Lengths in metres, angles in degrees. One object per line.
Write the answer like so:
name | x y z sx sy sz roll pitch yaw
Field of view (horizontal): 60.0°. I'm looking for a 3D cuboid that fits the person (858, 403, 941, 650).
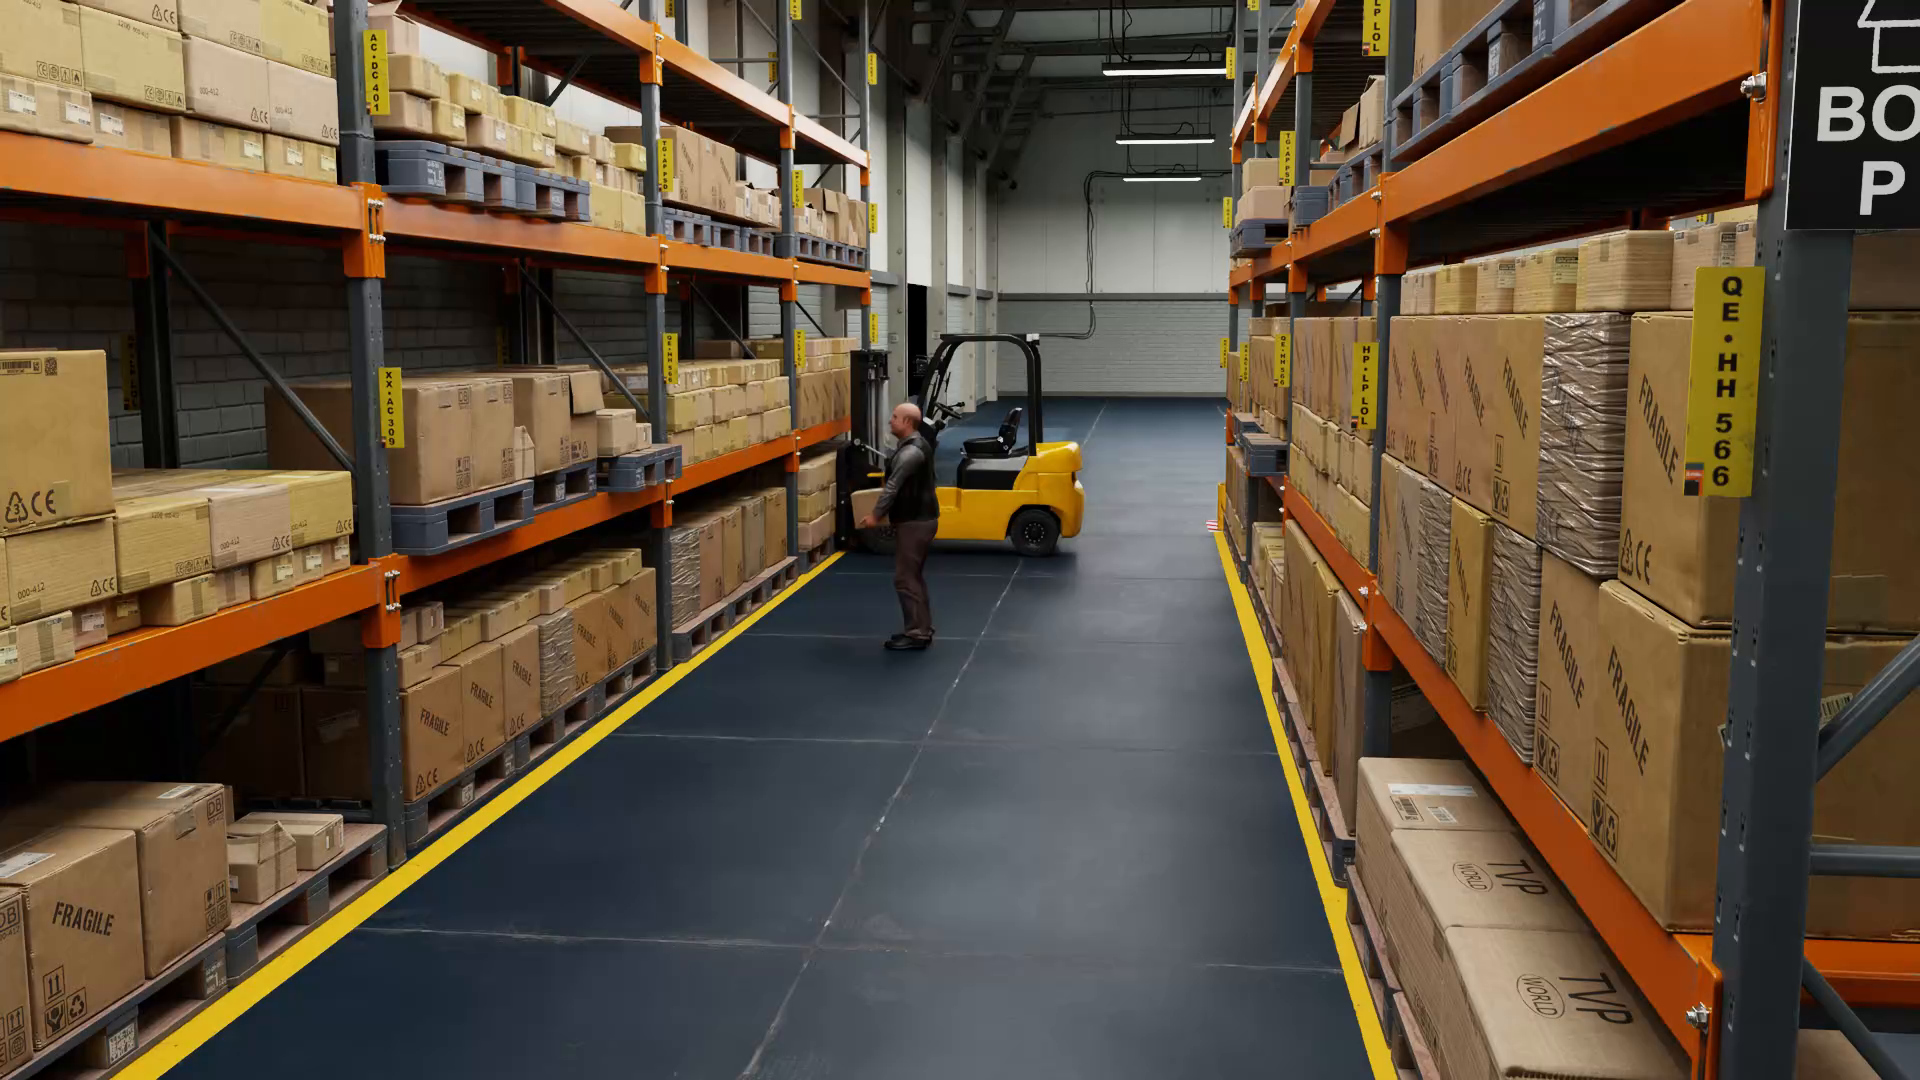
person | -0.421 -0.100 11.671 0.558 1.720 0.494 1 8 5
